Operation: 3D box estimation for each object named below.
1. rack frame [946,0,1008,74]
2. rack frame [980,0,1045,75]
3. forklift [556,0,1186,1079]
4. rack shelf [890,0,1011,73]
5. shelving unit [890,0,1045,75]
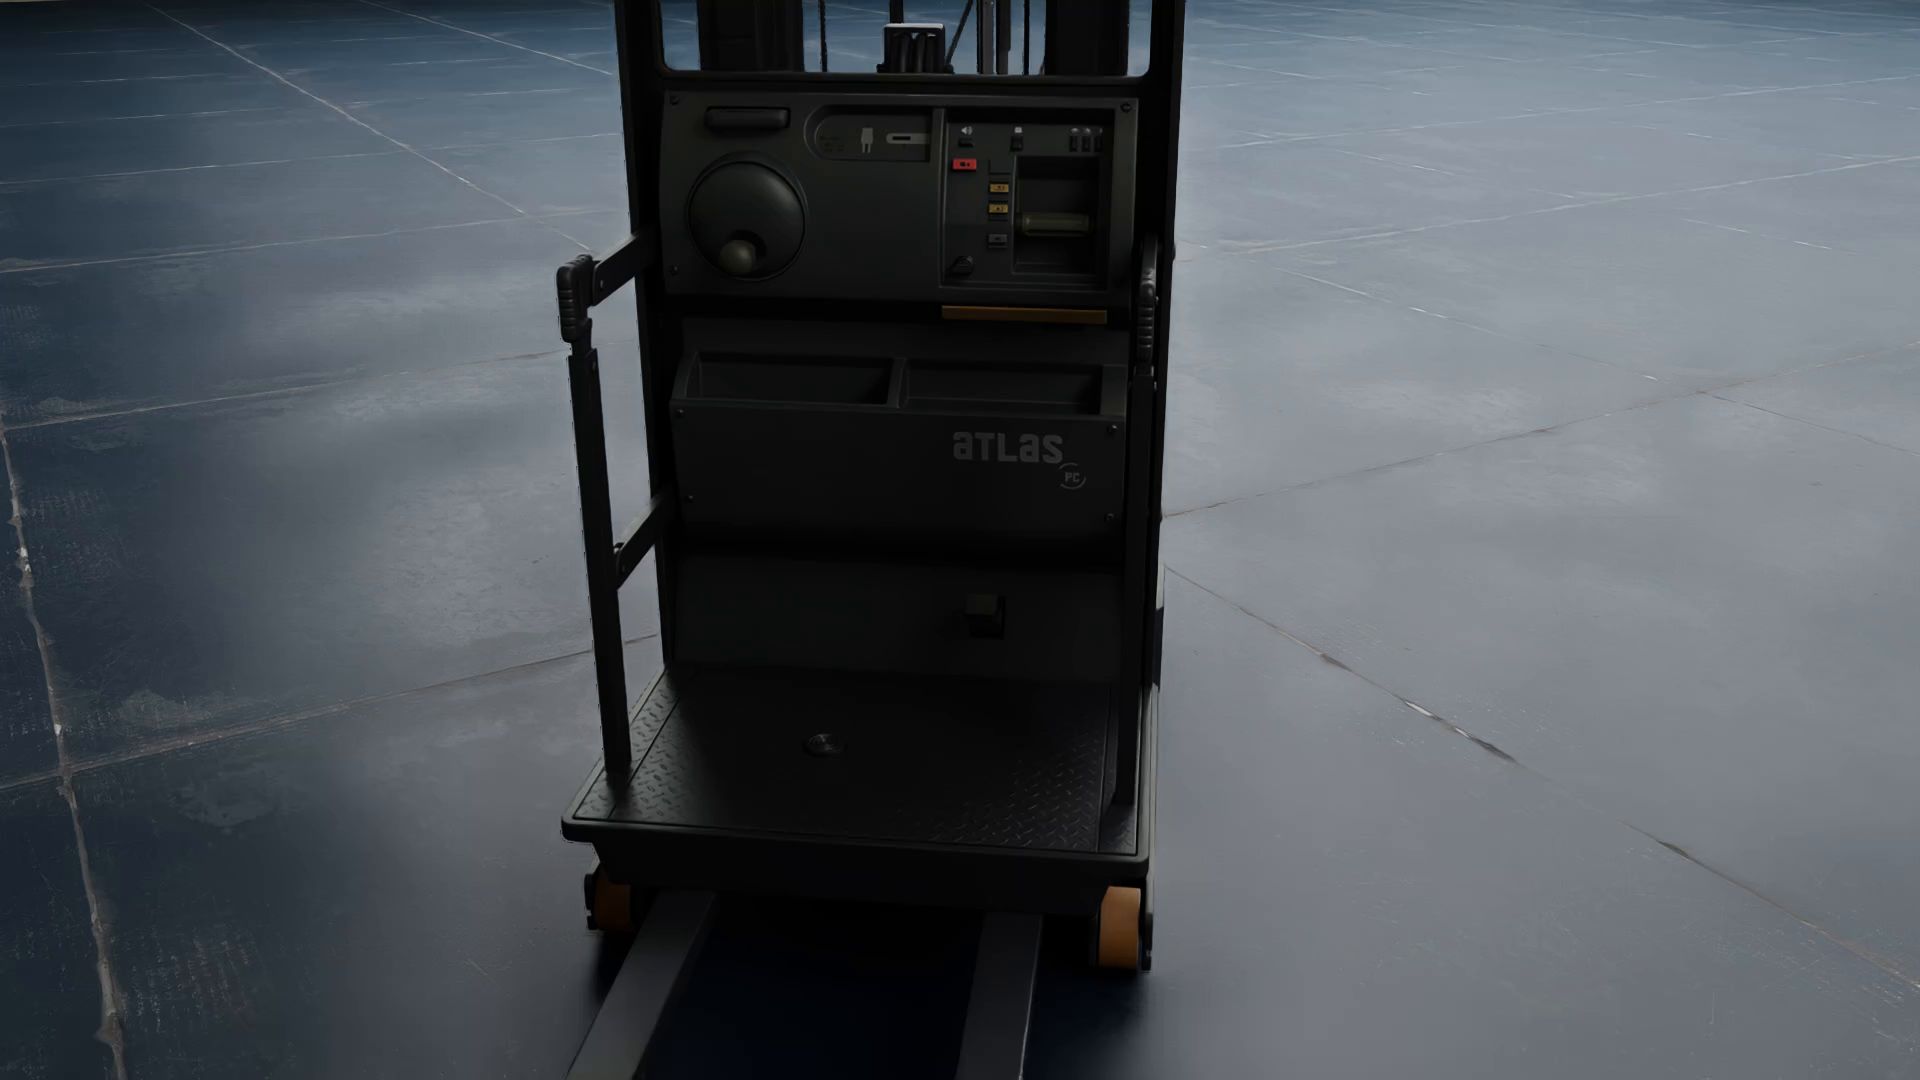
[{"bbox_3d":[-0.024,-1.049,5.101,0.400,2.100,0.015,-13,25,-29],"label":"rack frame"},{"bbox_3d":[0.232,-0.896,4.714,0.400,2.100,0.015,-13,25,-29],"label":"rack frame"},{"bbox_3d":[-0.147,-0.656,3.033,1.130,2.935,3.031,3,22,6],"label":"forklift"},{"bbox_3d":[0.098,-1.609,4.651,0.431,0.518,0.480,-13,25,-29],"label":"rack shelf"},{"bbox_3d":[0.104,-0.973,4.908,0.431,2.100,0.503,-13,25,-29],"label":"shelving unit"}]
